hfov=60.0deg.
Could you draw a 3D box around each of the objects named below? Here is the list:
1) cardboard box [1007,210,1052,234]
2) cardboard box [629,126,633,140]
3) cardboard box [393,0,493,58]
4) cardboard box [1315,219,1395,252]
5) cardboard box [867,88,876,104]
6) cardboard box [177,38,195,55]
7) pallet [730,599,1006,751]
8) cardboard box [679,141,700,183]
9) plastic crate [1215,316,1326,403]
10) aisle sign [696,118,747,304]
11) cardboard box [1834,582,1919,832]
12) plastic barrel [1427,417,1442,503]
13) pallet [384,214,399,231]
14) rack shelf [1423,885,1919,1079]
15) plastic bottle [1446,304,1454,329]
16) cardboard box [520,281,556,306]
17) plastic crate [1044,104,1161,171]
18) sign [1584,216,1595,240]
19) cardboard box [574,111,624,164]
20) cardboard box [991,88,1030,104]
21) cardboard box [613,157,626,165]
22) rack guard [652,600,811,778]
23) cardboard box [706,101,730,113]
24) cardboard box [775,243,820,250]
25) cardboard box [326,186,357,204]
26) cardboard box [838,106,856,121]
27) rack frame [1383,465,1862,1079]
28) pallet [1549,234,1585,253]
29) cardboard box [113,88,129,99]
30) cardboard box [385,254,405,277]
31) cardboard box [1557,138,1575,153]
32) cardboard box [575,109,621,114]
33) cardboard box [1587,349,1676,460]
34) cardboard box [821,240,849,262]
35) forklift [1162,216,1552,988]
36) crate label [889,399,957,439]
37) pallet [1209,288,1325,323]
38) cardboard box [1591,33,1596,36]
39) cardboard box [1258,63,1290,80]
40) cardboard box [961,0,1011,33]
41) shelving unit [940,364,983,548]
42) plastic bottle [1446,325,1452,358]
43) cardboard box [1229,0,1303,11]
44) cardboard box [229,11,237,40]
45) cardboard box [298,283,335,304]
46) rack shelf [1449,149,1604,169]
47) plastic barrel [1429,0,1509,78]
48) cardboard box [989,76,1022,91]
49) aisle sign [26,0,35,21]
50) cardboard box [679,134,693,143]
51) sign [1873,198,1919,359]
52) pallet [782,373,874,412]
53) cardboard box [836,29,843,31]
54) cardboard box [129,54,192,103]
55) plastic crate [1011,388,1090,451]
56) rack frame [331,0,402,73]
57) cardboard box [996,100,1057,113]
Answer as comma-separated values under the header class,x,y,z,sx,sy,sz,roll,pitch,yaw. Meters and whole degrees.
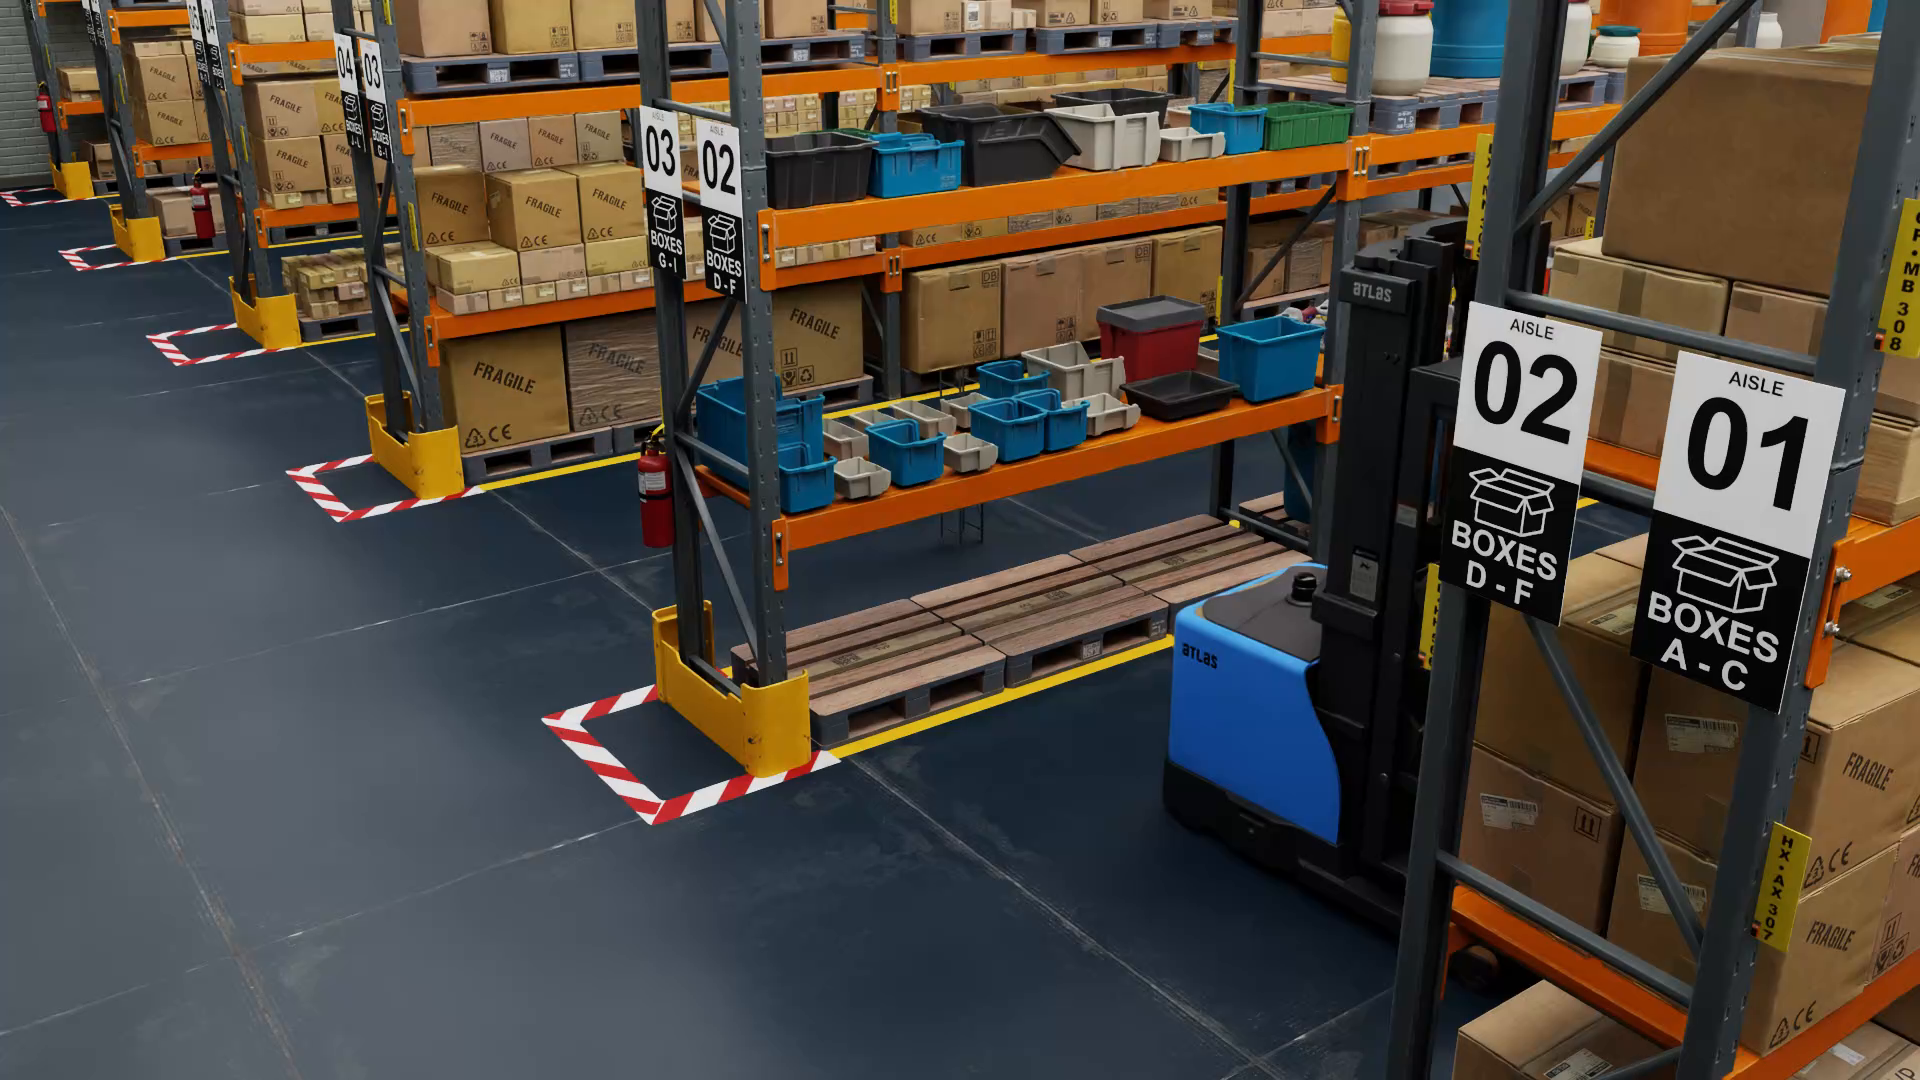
class,x,y,z,sx,sy,sz,roll,pitch,yaw
cardboard box,0.479,-3.048,14.854,0.500,0.500,0.500,-16,27,-34
cardboard box,-3.462,-4.498,18.394,0.250,0.149,0.380,-16,27,-34
cardboard box,-3.710,-3.704,11.749,0.500,0.500,0.700,-17,27,-36
cardboard box,4.277,-3.190,18.123,0.500,0.500,0.700,-18,28,-37
cardboard box,-0.970,-5.140,19.201,0.250,0.149,0.380,-14,26,-31
cardboard box,-8.990,-5.782,19.479,0.250,0.149,0.380,-14,26,-31
pallet,-0.516,0.724,9.298,1.213,0.211,1.003,-15,26,-33
cardboard box,-2.216,-2.932,13.486,0.500,0.500,0.500,-16,27,-34
plastic crate,1.859,-1.087,10.014,0.575,0.384,0.392,-15,26,-33
aisle sign,-1.093,-1.507,7.618,0.004,0.787,0.394,-15,26,-33
cardboard box,2.616,0.444,4.754,0.500,0.500,0.500,-15,26,-32
plastic barrel,3.065,-0.757,11.510,0.708,0.901,0.600,-15,26,-33
pallet,-7.305,-4.306,21.901,1.213,0.211,1.003,-15,26,-33
rack shelf,3.305,0.988,5.844,4.000,0.370,1.077,-15,26,-33
plastic bottle,3.300,-1.444,11.136,0.135,0.276,0.152,-15,26,-33
cardboard box,-3.205,-1.867,12.367,0.250,0.149,0.380,-16,27,-34
plastic crate,0.771,-2.129,8.798,0.530,0.282,0.437,-15,26,-33
sign,4.959,-2.376,13.083,0.005,0.325,0.100,-15,26,-33
cardboard box,-3.896,-4.269,17.512,0.500,0.500,0.500,-15,26,-33
cardboard box,0.511,-5.314,20.530,0.500,0.500,0.500,-15,26,-33
cardboard box,-3.764,-4.025,17.776,0.250,0.149,0.380,-15,26,-33
rack guard,-1.220,0.766,8.803,0.348,0.500,1.175,-15,26,-33
cardboard box,-2.648,-4.693,18.079,0.250,0.149,0.380,-15,26,-32
cardboard box,-1.478,-2.542,13.519,0.500,0.250,0.500,-14,26,-31
cardboard box,-6.029,-3.373,16.141,0.250,0.149,0.380,-16,27,-34
cardboard box,-1.391,-4.890,18.974,0.250,0.149,0.380,-15,26,-33
rack frame,1.681,1.087,4.626,0.127,3.000,1.000,-15,26,-33
pallet,7.156,-3.618,20.179,1.213,0.211,1.003,-15,26,-33
cardboard box,-11.991,-6.377,23.668,0.250,0.149,0.380,-15,26,-34
cardboard box,-5.706,-2.758,16.737,0.250,0.149,0.380,-16,27,-35
cardboard box,6.812,-4.543,19.072,0.250,0.149,0.380,-15,26,-33
cardboard box,-3.892,-4.740,17.343,0.500,0.500,0.500,-16,27,-35
cardboard box,1.944,-0.427,4.575,0.500,0.250,0.500,-15,26,-33
cardboard box,-1.119,-2.423,13.761,0.250,0.149,0.380,-14,26,-32
forklift,2.319,0.259,6.792,1.130,2.935,3.031,-18,28,-37
crate label,-0.197,-0.667,9.295,0.243,0.136,0.396,-15,26,-33
pallet,3.028,-2.500,17.376,1.213,0.211,1.003,-15,26,-33
cardboard box,7.871,-5.864,20.158,0.500,0.500,0.500,-15,26,-33
cardboard box,4.058,-6.366,23.101,0.550,0.550,0.875,-15,26,-33
cardboard box,0.089,-4.518,14.177,0.500,0.311,0.500,-16,27,-35
shelving unit,0.012,-0.560,11.182,0.189,1.200,0.258,-15,26,-33
plastic bottle,3.202,-1.302,10.879,0.097,0.201,0.097,0,22,0
cardboard box,2.925,-5.322,15.830,0.500,0.500,0.500,-15,26,-32
cardboard box,-6.701,-4.910,15.809,0.500,0.250,0.500,-16,27,-34
cardboard box,-6.340,-2.454,16.377,0.250,0.149,0.380,-14,26,-31
rack shelf,7.263,-4.591,19.824,4.000,0.370,1.077,-15,26,-33
plastic barrel,3.335,-3.507,10.847,0.708,0.901,0.600,-15,26,-33
cardboard box,0.358,-5.855,20.538,0.500,0.500,0.700,-15,26,-34
aisle sign,-12.674,-7.473,22.568,0.004,0.787,0.394,-15,26,-33
cardboard box,-3.080,-4.300,17.897,0.250,0.149,0.380,-16,27,-35
sign,1.998,-0.549,3.499,0.005,0.325,0.100,-15,26,-33
pallet,-1.517,-1.324,14.430,1.213,0.211,1.003,-15,26,-33
cardboard box,-2.048,-7.247,24.407,0.500,0.500,0.500,-14,26,-32
cardboard box,-9.333,-5.405,19.410,0.500,0.500,0.500,-16,27,-34
plastic crate,0.497,-0.659,9.145,0.300,0.233,0.416,-15,26,-33
rack frame,-4.101,-4.681,10.985,0.127,3.000,1.000,-15,26,-33
cardboard box,0.719,-3.698,15.127,0.637,0.503,0.797,-14,26,-31
